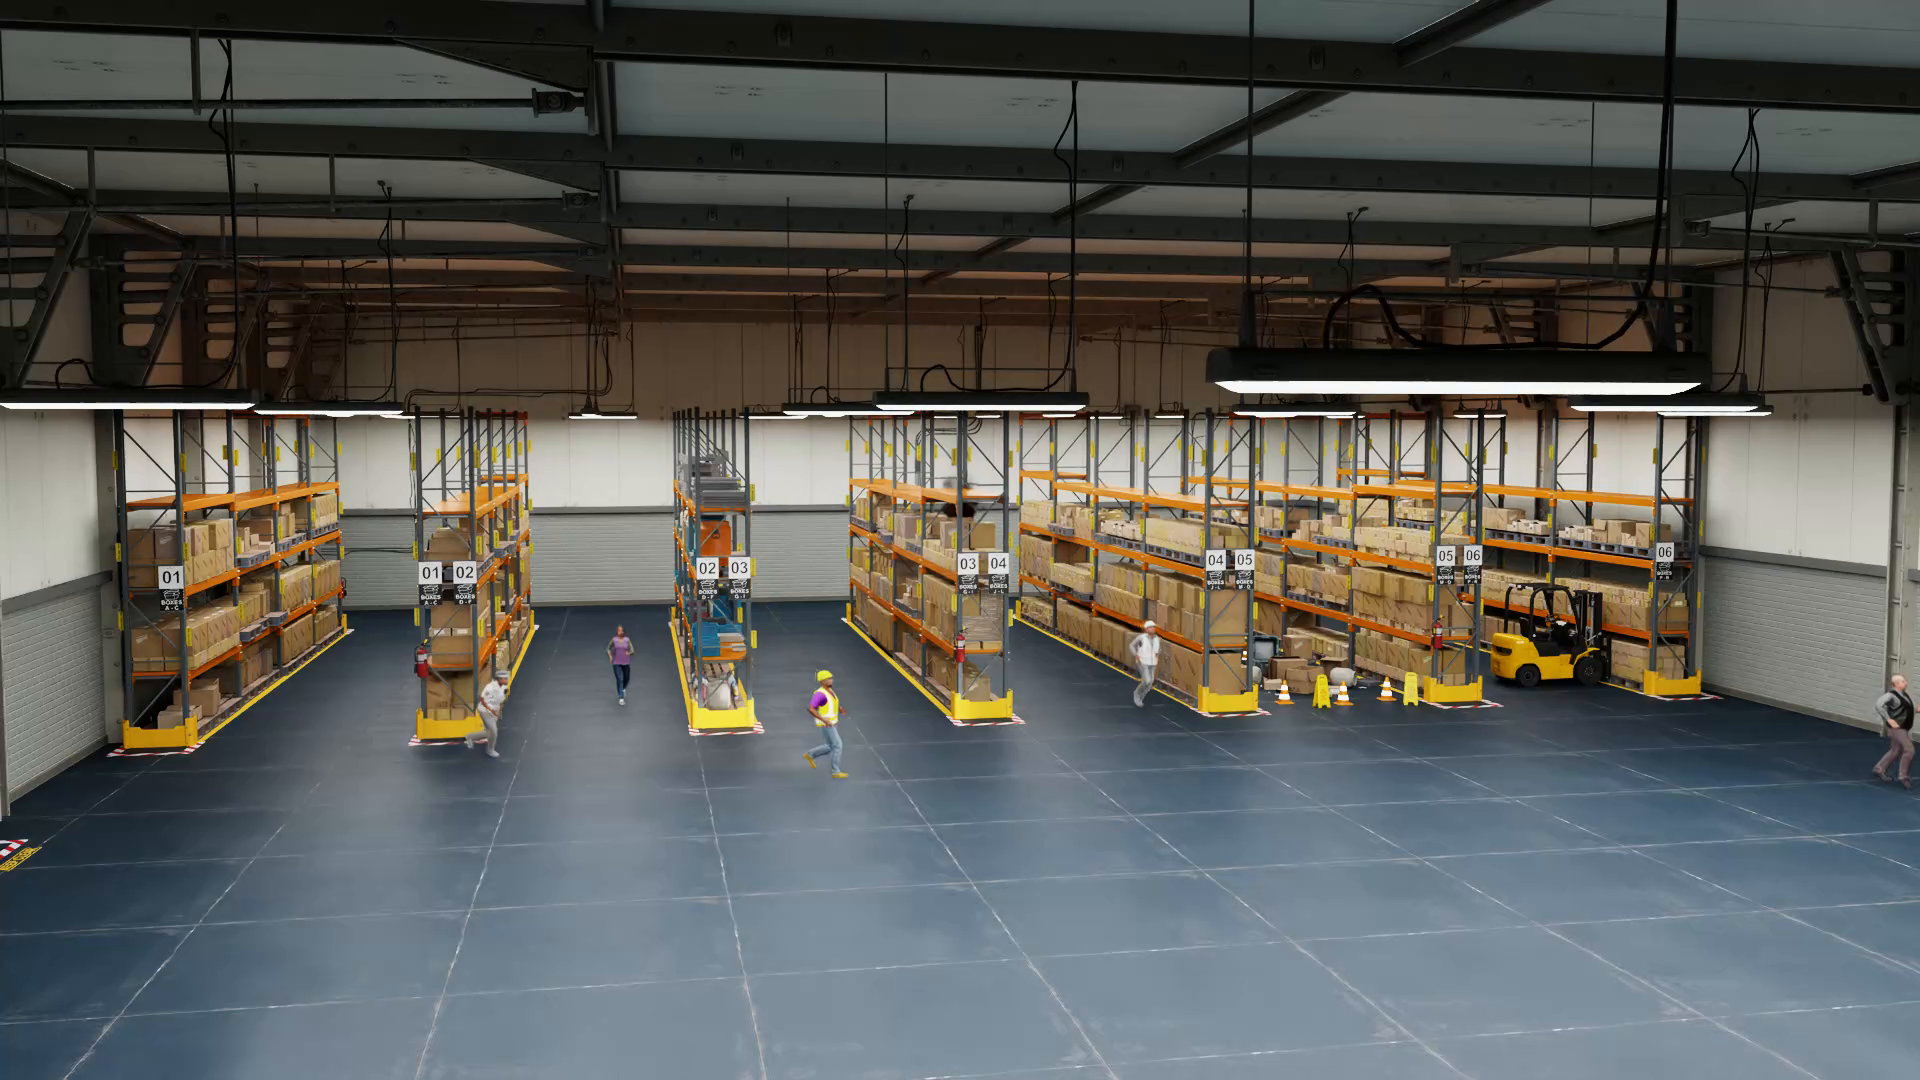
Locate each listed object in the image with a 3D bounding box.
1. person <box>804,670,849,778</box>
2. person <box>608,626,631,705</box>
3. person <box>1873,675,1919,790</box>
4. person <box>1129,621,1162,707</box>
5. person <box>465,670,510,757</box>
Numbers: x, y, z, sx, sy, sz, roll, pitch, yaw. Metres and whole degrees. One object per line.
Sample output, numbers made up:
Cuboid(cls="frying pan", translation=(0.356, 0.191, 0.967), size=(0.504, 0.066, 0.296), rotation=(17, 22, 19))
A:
Cuboid(cls="person", translation=(-2.160, 2.958, 26.733), size=(0.786, 1.733, 0.711), rotation=(1, 4, 13))
Cuboid(cls="person", translation=(-6.918, 2.526, 33.816), size=(0.495, 1.569, 0.823), rotation=(-1, 4, -18))
Cuboid(cls="person", translation=(14.726, 3.011, 26.075), size=(0.639, 1.780, 0.723), rotation=(-4, 6, -44))
Cuboid(cls="person", translation=(3.776, 2.484, 33.369), size=(0.631, 1.735, 0.576), rotation=(-2, 5, -26))
Cuboid(cls="person", translation=(-8.086, 2.969, 28.526), size=(0.917, 1.517, 0.571), rotation=(2, 4, 24))
